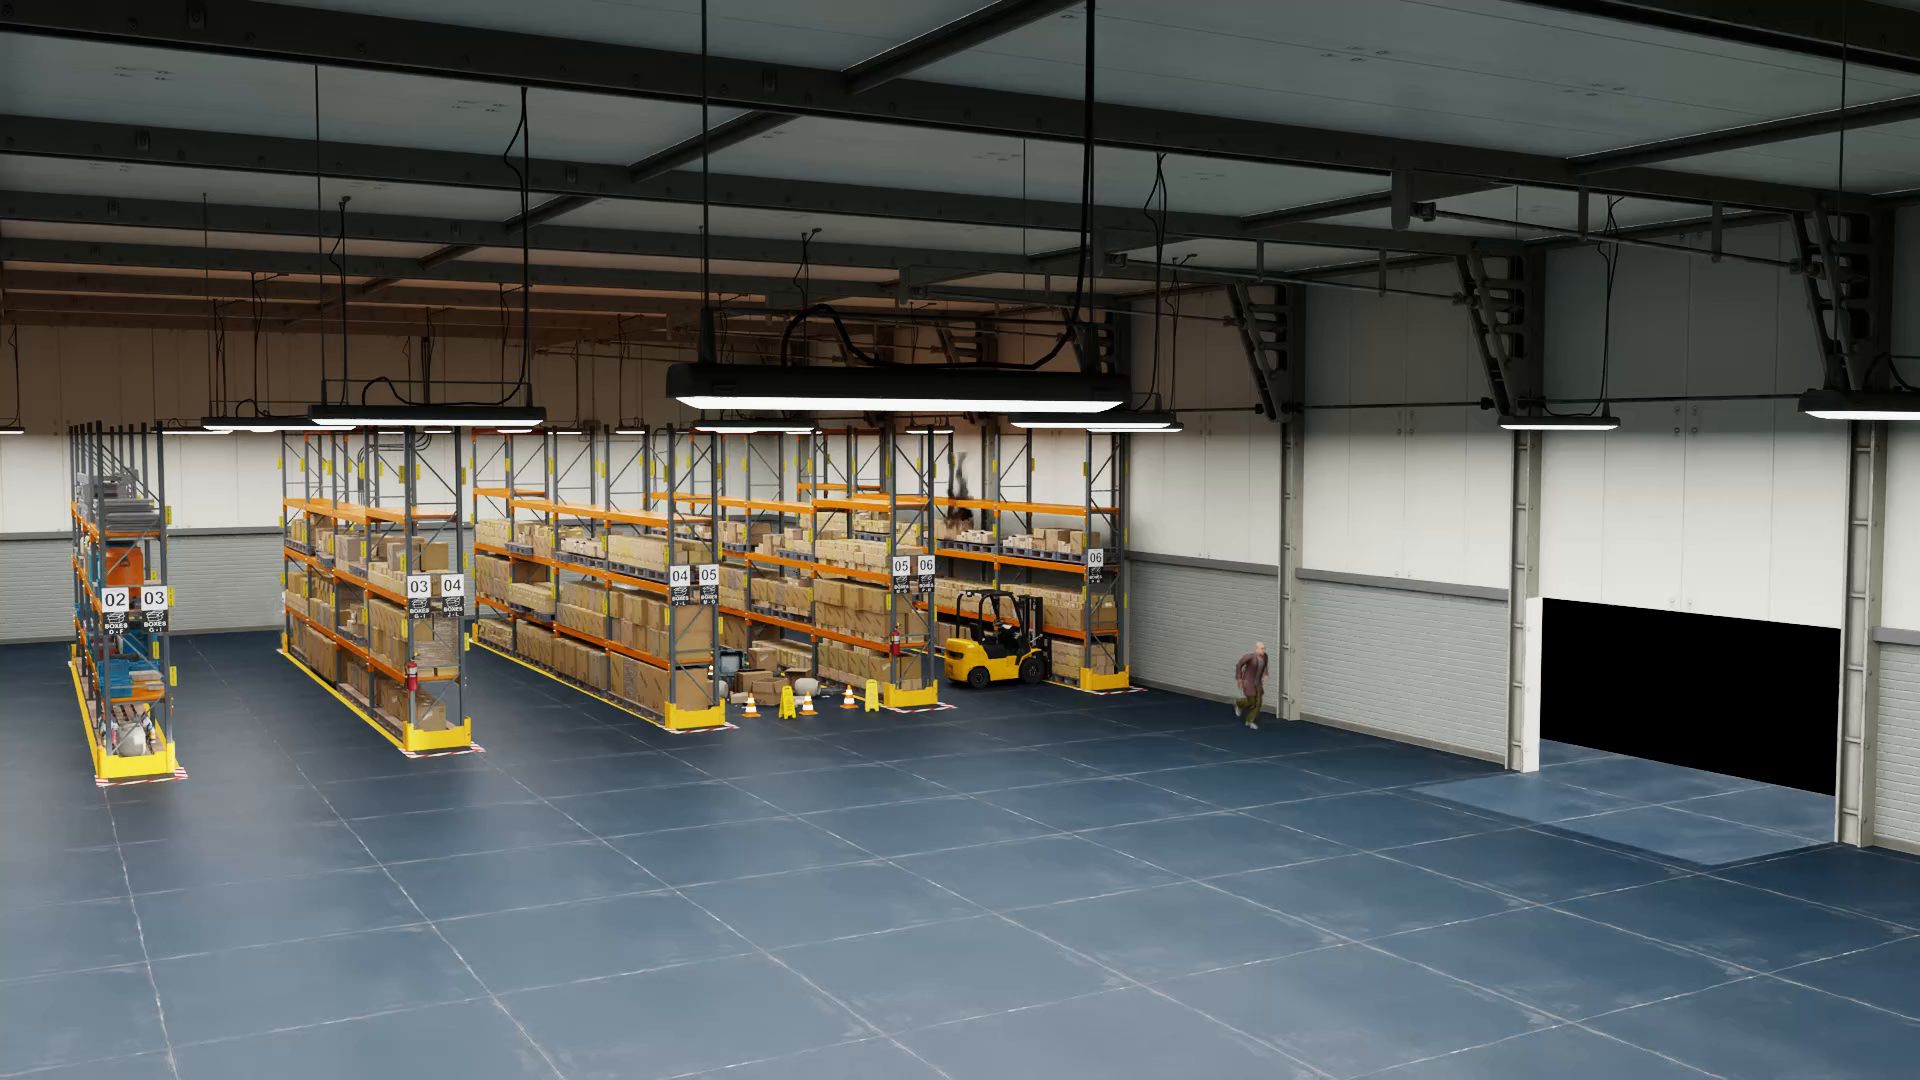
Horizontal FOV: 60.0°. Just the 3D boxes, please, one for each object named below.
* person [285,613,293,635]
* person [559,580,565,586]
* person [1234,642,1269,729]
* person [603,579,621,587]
[{"bbox_3d":[-18.377,2.021,45.926,0.731,1.806,0.638,1,4,10],"label":"person"},{"bbox_3d":[-11.230,1.989,47.059,0.641,1.711,0.811,-2,4,-34],"label":"person"},{"bbox_3d":[5.748,2.855,32.934,0.706,1.718,0.812,-2,4,-34],"label":"person"},{"bbox_3d":[-10.312,1.876,49.949,0.940,1.570,0.648,-1,4,-20],"label":"person"}]
